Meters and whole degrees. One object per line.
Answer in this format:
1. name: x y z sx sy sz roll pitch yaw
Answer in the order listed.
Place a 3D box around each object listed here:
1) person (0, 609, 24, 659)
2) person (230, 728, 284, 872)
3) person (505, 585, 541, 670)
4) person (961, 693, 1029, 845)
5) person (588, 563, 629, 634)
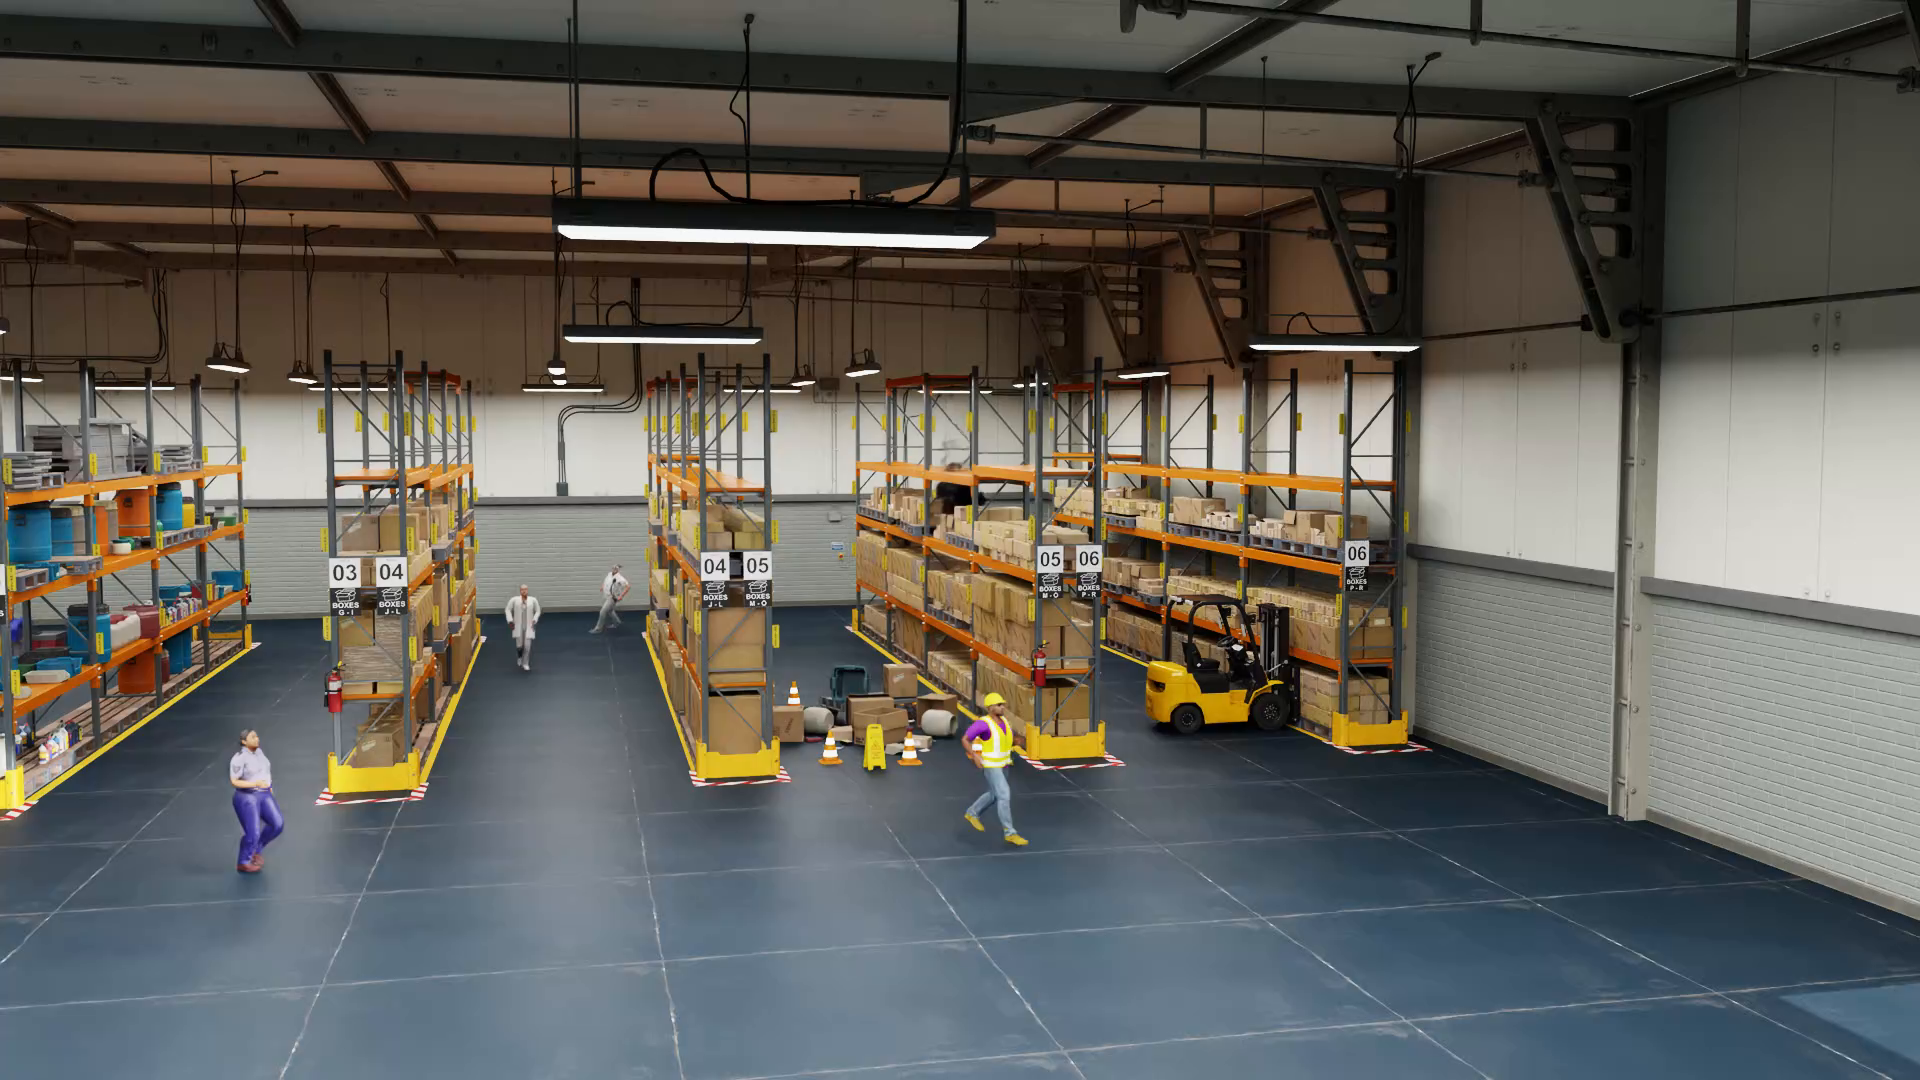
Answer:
1. person: -17.507 2.035 30.645 0.581 1.658 0.920 -2 5 -28
2. person: -7.831 2.899 18.562 0.559 1.607 0.592 1 4 19
3. person: -8.910 1.776 33.943 0.707 1.740 0.606 -1 4 -16
4. person: 0.431 2.706 19.907 0.982 1.757 0.700 3 5 33
5. person: -8.472 1.376 39.916 0.936 1.701 0.841 -2 4 -23
